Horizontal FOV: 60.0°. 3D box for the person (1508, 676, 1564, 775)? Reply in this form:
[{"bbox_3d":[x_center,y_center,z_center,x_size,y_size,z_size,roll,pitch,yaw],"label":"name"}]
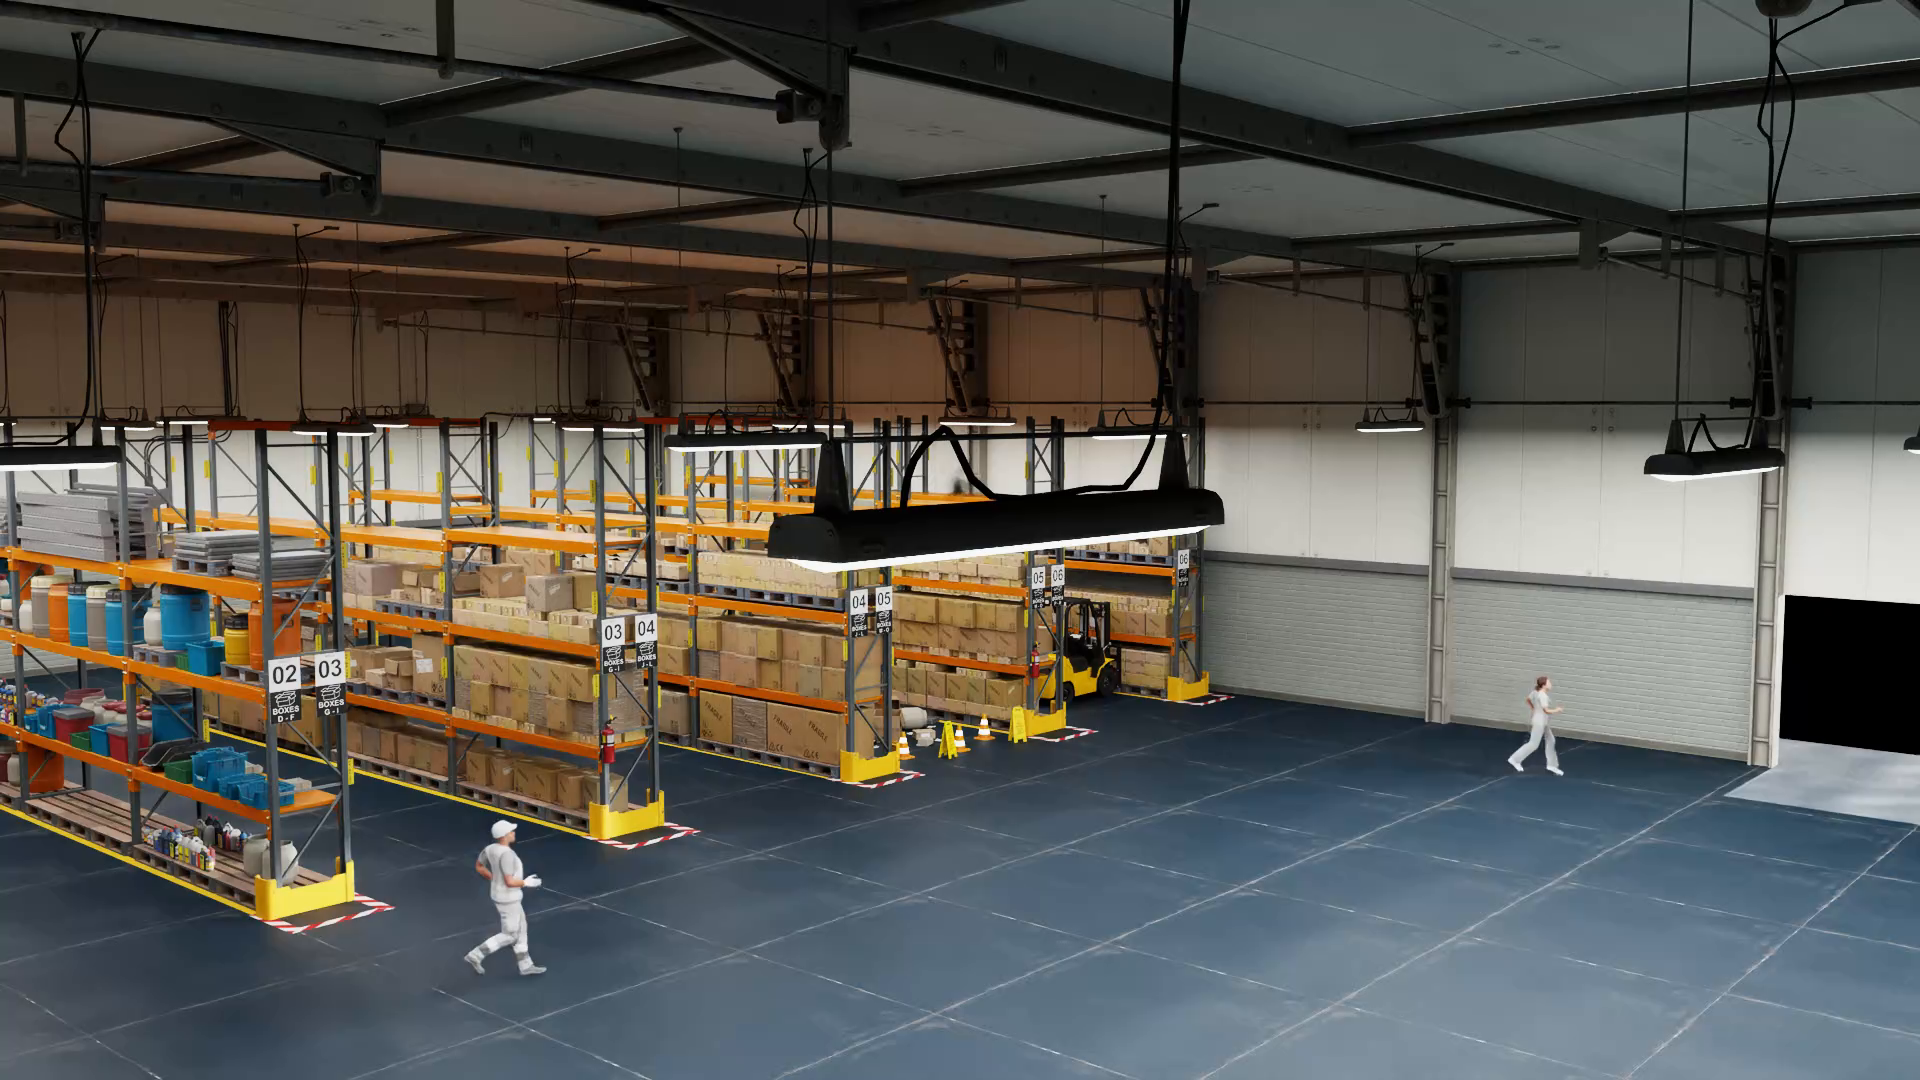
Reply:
[{"bbox_3d":[9.797,3.149,28.248,0.955,1.695,0.575,1,5,10],"label":"person"}]

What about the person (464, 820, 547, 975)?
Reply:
[{"bbox_3d":[-4.981,3.935,18.150,0.928,1.779,0.658,-3,6,-32],"label":"person"}]
